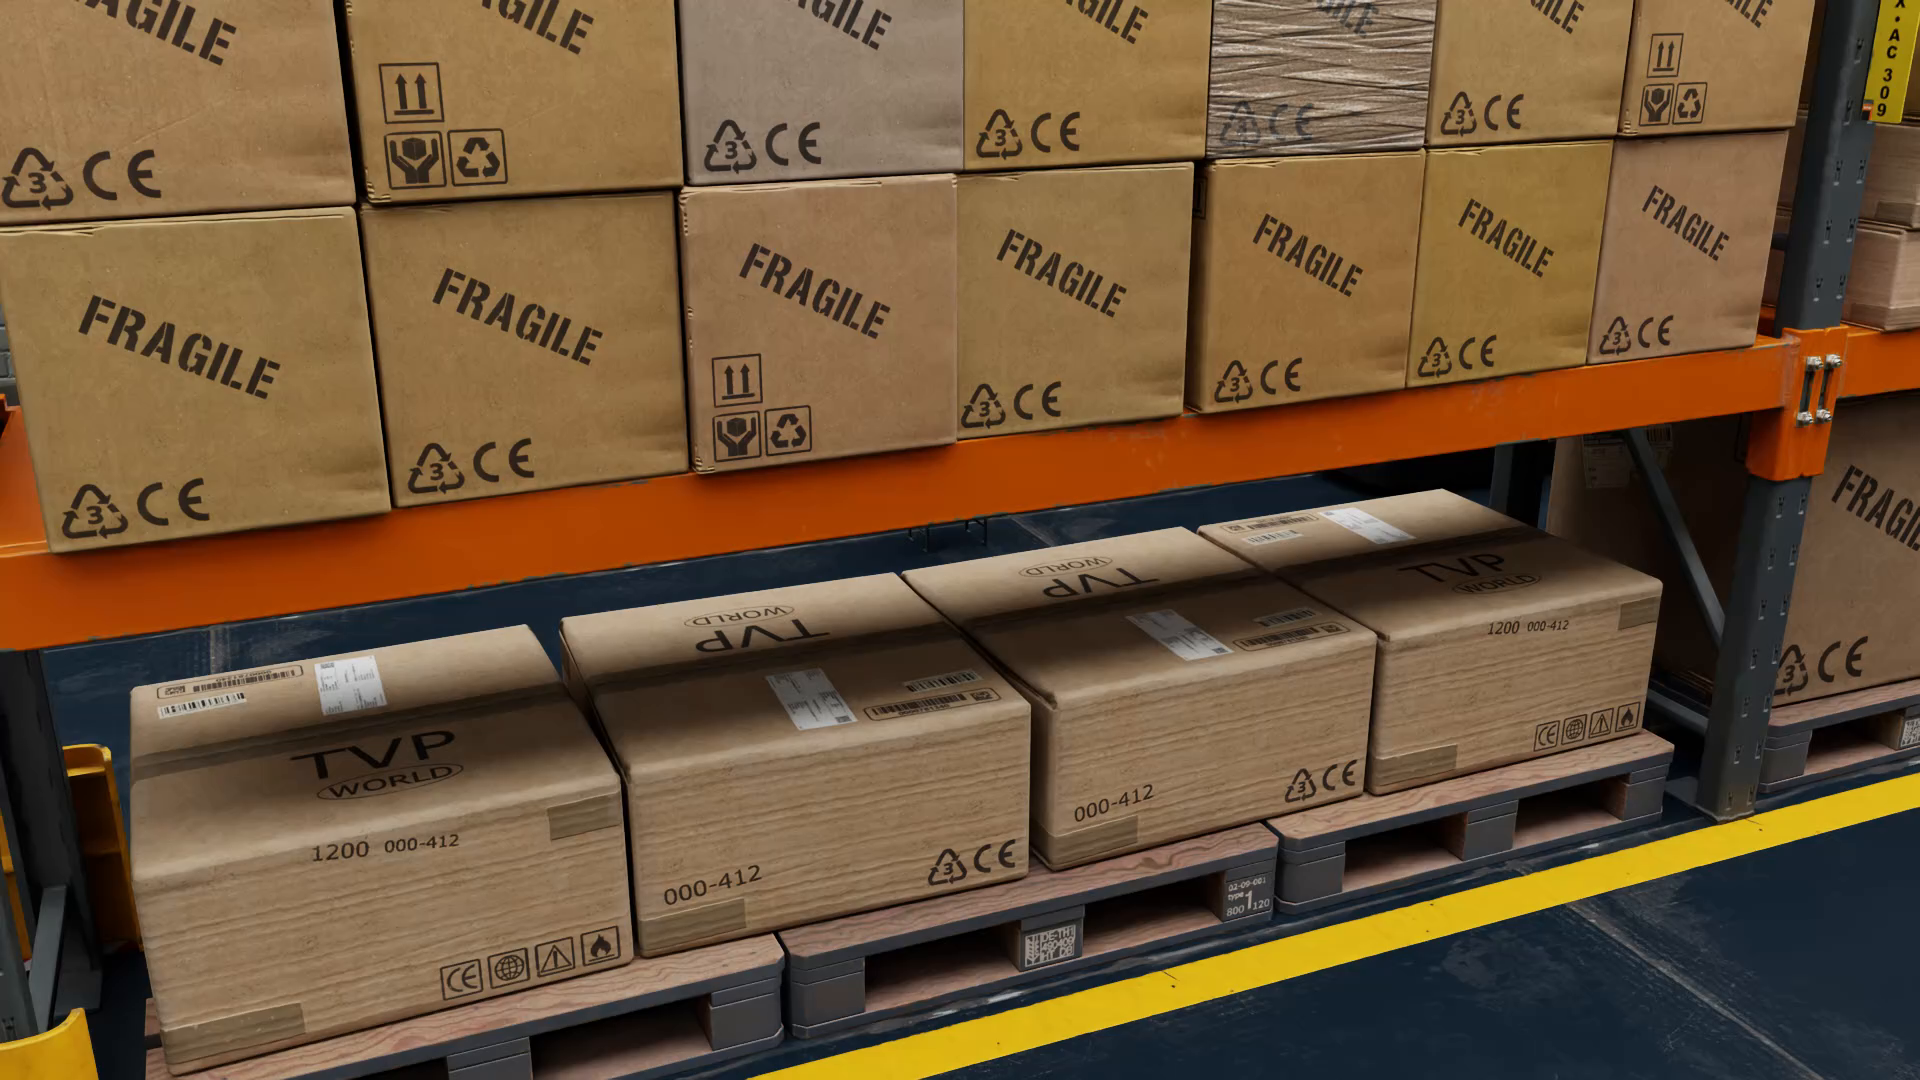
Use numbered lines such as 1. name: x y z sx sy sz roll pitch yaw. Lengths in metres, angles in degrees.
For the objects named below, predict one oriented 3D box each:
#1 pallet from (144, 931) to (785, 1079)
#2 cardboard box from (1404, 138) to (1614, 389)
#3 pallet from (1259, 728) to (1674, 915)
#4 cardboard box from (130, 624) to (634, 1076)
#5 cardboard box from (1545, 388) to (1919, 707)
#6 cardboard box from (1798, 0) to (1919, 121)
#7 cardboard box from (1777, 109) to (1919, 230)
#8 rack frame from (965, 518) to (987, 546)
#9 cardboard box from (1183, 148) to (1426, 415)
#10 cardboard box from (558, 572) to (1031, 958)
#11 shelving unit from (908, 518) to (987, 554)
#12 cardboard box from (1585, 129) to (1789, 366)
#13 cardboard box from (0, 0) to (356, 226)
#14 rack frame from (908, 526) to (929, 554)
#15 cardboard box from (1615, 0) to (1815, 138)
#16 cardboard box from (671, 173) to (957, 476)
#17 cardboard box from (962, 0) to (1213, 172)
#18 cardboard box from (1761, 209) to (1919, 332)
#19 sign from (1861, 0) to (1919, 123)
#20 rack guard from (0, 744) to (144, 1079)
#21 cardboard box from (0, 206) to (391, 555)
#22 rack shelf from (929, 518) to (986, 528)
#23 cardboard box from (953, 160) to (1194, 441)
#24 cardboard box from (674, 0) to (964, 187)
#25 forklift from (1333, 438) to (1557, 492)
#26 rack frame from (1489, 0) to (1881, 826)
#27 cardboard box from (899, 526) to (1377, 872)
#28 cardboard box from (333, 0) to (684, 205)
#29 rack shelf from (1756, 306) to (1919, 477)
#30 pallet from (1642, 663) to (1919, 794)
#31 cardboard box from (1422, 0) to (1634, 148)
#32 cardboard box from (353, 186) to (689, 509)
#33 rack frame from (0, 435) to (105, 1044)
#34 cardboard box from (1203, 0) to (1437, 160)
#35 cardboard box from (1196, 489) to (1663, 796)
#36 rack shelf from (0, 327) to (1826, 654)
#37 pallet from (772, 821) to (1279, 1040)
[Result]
1. pallet: -1.111 0.890 3.676 1.213 0.211 1.003 -8 21 -22
2. cardboard box: 1.064 -0.661 3.733 0.500 0.500 0.500 -9 21 -23
3. pallet: 1.130 0.569 4.588 1.213 0.211 1.003 -8 21 -22
4. cardboard box: -1.248 0.597 3.536 0.875 0.438 0.875 -9 21 -24
5. cardboard box: 2.396 -0.124 4.925 0.875 0.875 0.875 -7 21 -20
6. cardboard box: 2.377 -1.311 4.074 0.500 0.500 0.500 -8 21 -21
7. cardboard box: 2.375 -0.959 4.203 0.500 0.250 0.500 -9 21 -23
8. rack frame: 0.063 -0.504 6.373 0.008 1.050 0.200 -8 21 -22
9. cardboard box: 0.608 -0.591 3.532 0.500 0.500 0.500 -8 21 -23
10. cardboard box: -0.411 0.474 3.885 0.875 0.438 0.875 -8 21 -20
11. shelving unit: -0.049 -0.488 6.328 0.252 1.050 0.215 -8 21 -22
12. cardboard box: 1.534 -0.731 3.930 0.500 0.500 0.500 -8 21 -21
13. cardboard box: -1.260 -0.791 2.597 0.500 0.500 0.500 -9 21 -23
14. rack frame: -0.161 -0.472 6.282 0.008 1.050 0.200 -8 21 -22
15. cardboard box: 1.535 -1.195 3.743 0.500 0.500 0.500 -8 21 -22
16. cardboard box: -0.332 -0.455 3.148 0.500 0.500 0.500 -8 21 -22
17. cardboard box: 0.138 -0.997 3.182 0.500 0.500 0.500 -8 21 -22
18. cardboard box: 2.367 -0.729 4.302 0.500 0.250 0.500 -9 21 -23
19. sign: 2.080 -1.099 3.704 0.005 0.325 0.100 -8 21 -22
20. rack guard: -1.836 0.886 3.253 0.348 0.500 1.175 -8 21 -22
21. cardboard box: -1.260 -0.319 2.761 0.500 0.500 0.500 -8 21 -22
22. rack shelf: -0.049 -0.216 6.423 0.240 0.259 0.215 -8 21 -22
23. cardboard box: 0.121 -0.526 3.350 0.500 0.500 0.500 -7 21 -20
24. cardboard box: -0.319 -0.931 2.995 0.500 0.500 0.500 -8 21 -22
25. forklift: 2.837 -1.916 7.549 3.031 2.935 1.130 -10 22 -27
26. rack frame: 1.859 -0.822 4.341 0.127 3.000 1.000 -8 21 -22
27. cardboard box: 0.418 0.356 4.220 0.875 0.438 0.875 -9 21 -24
28. cardboard box: -0.789 -0.861 2.796 0.500 0.500 0.500 -9 21 -23
29. rack shelf: 3.695 -0.746 5.208 4.000 0.370 1.077 -8 21 -22
30. pallet: 2.537 0.368 5.158 1.213 0.211 1.003 -8 21 -22
31. cardboard box: 1.066 -1.131 3.561 0.500 0.500 0.500 -8 21 -23
32. cardboard box: -0.806 -0.394 2.974 0.500 0.500 0.500 -8 21 -23
33. rack frame: -1.814 -0.296 2.847 0.127 3.000 1.000 -8 21 -22
34. cardboard box: 0.602 -1.061 3.362 0.500 0.500 0.500 -8 21 -21
35. cardboard box: 1.240 0.238 4.555 0.875 0.438 0.875 -8 21 -23
36. rack shelf: 0.022 -0.220 3.714 4.000 0.370 1.077 -8 21 -22
37. pallet: 0.008 0.731 4.129 1.213 0.211 1.003 -8 21 -22
